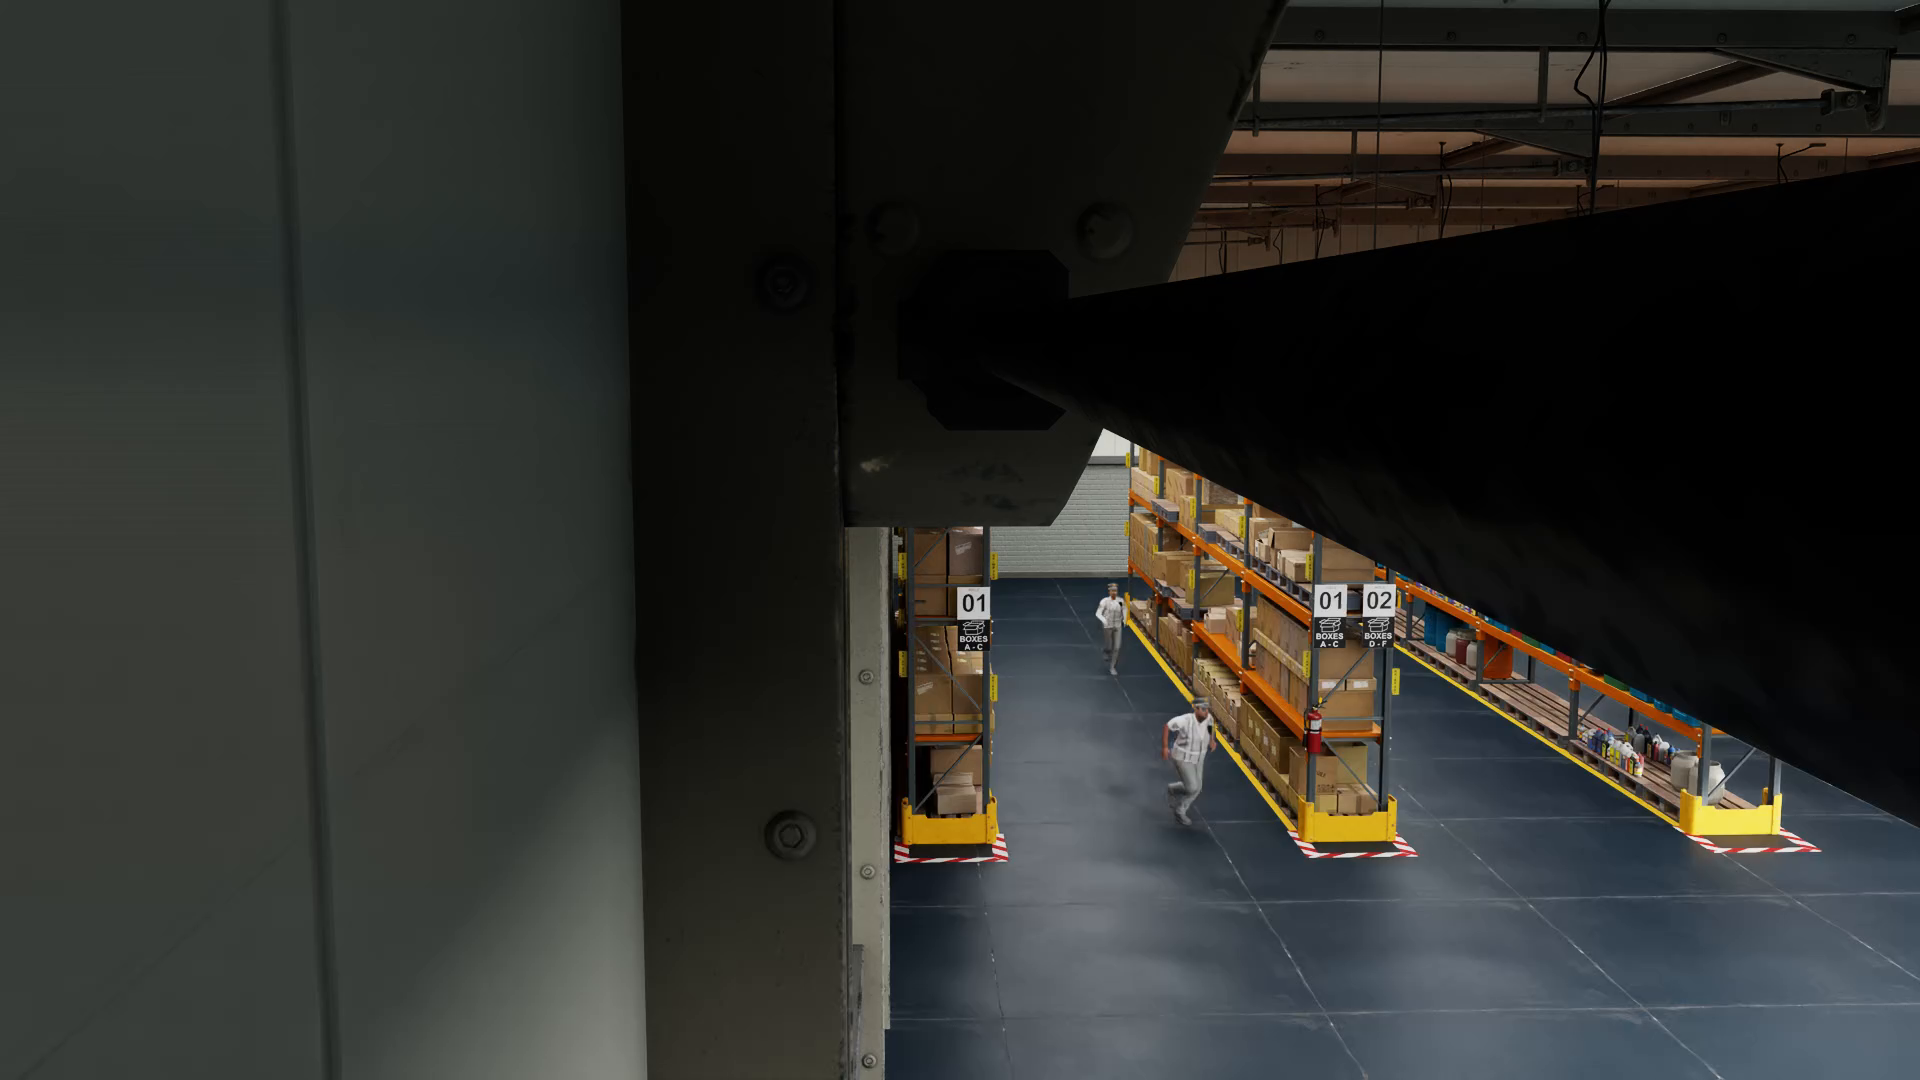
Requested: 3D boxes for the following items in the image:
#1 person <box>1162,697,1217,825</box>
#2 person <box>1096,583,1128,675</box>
[{"bbox_3d":[2.956,2.800,21.189,0.652,1.697,0.743,-5,9,-35],"label":"person"},{"bbox_3d":[2.810,1.612,30.620,0.627,1.698,0.761,-1,7,-7],"label":"person"}]
